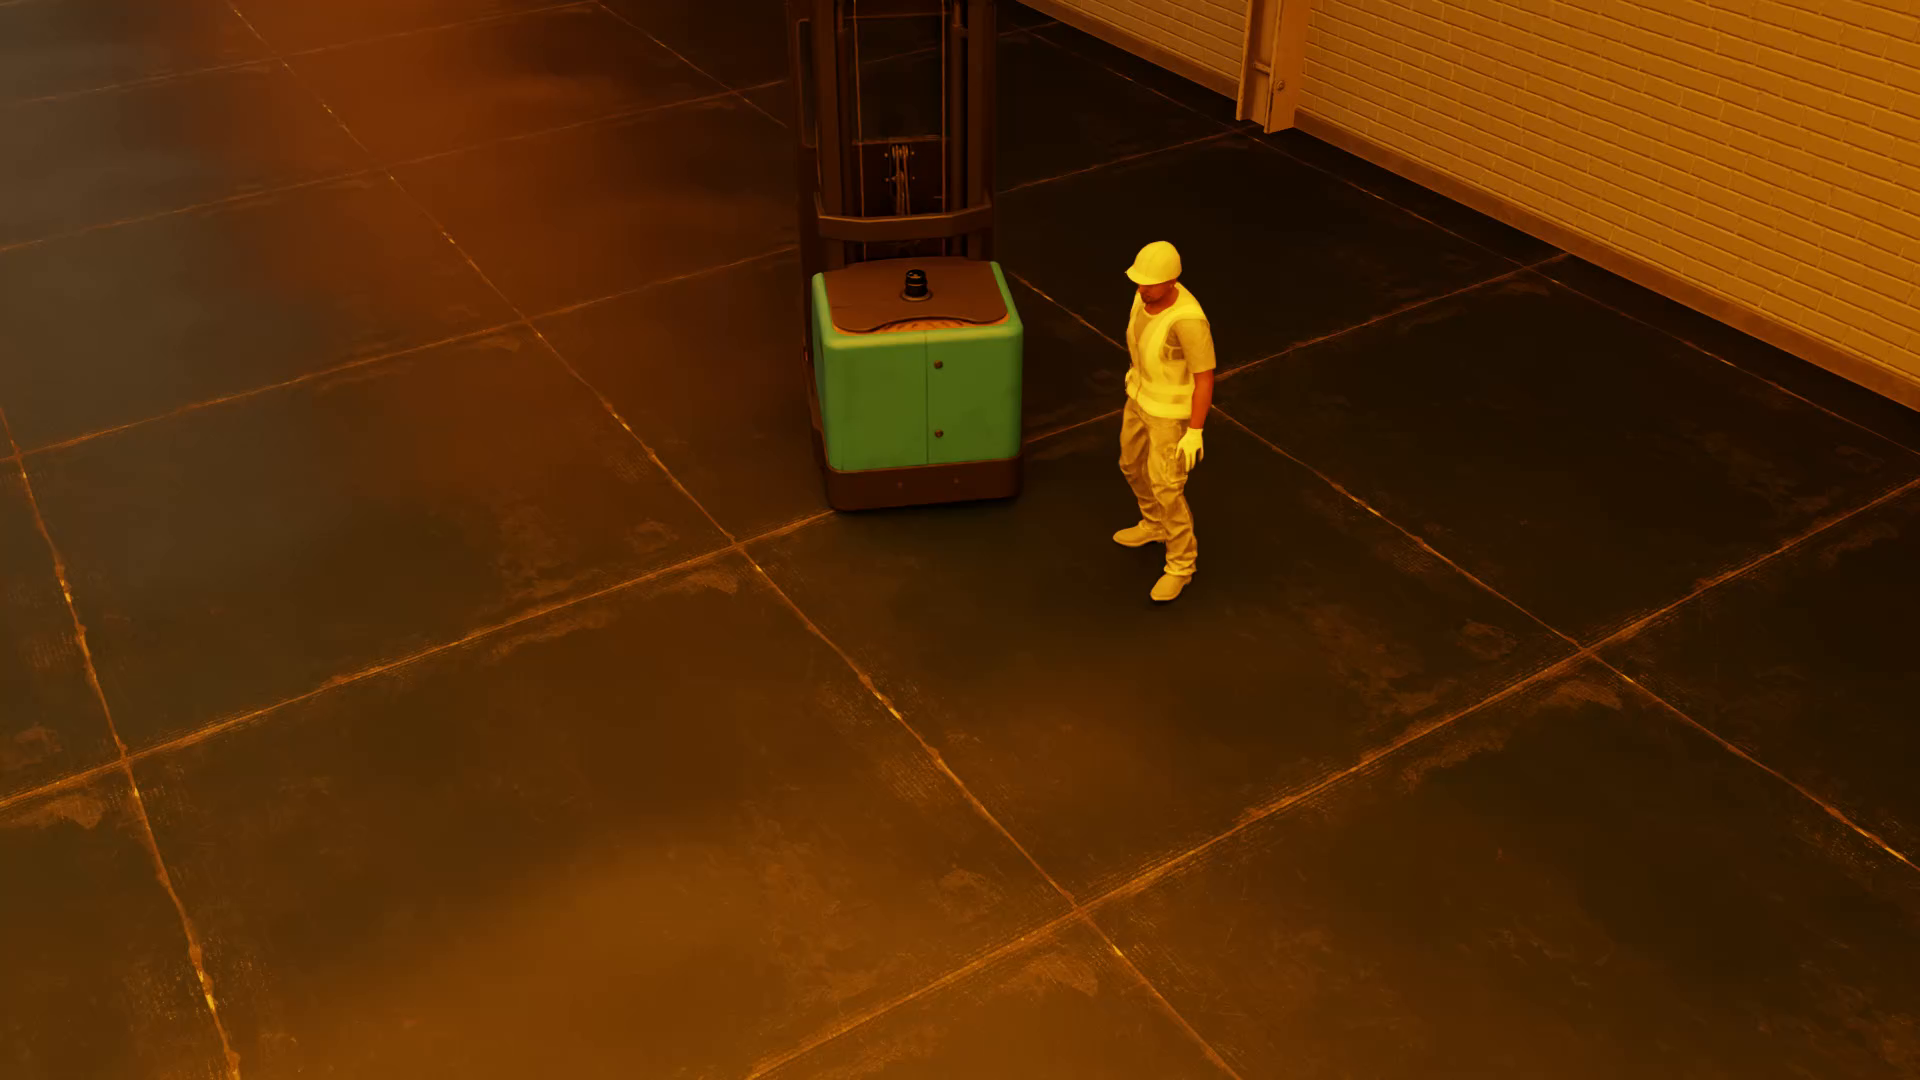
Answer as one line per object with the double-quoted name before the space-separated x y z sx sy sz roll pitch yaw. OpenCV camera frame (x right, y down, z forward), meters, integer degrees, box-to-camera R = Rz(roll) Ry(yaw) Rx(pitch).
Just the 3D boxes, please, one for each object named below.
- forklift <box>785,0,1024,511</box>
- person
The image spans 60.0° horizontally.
"forklift" -0.393 -2.193 9.269 1.130 2.935 3.031 -5 35 -7
"person" 0.964 -0.648 8.096 0.426 1.751 0.840 -14 37 -19
